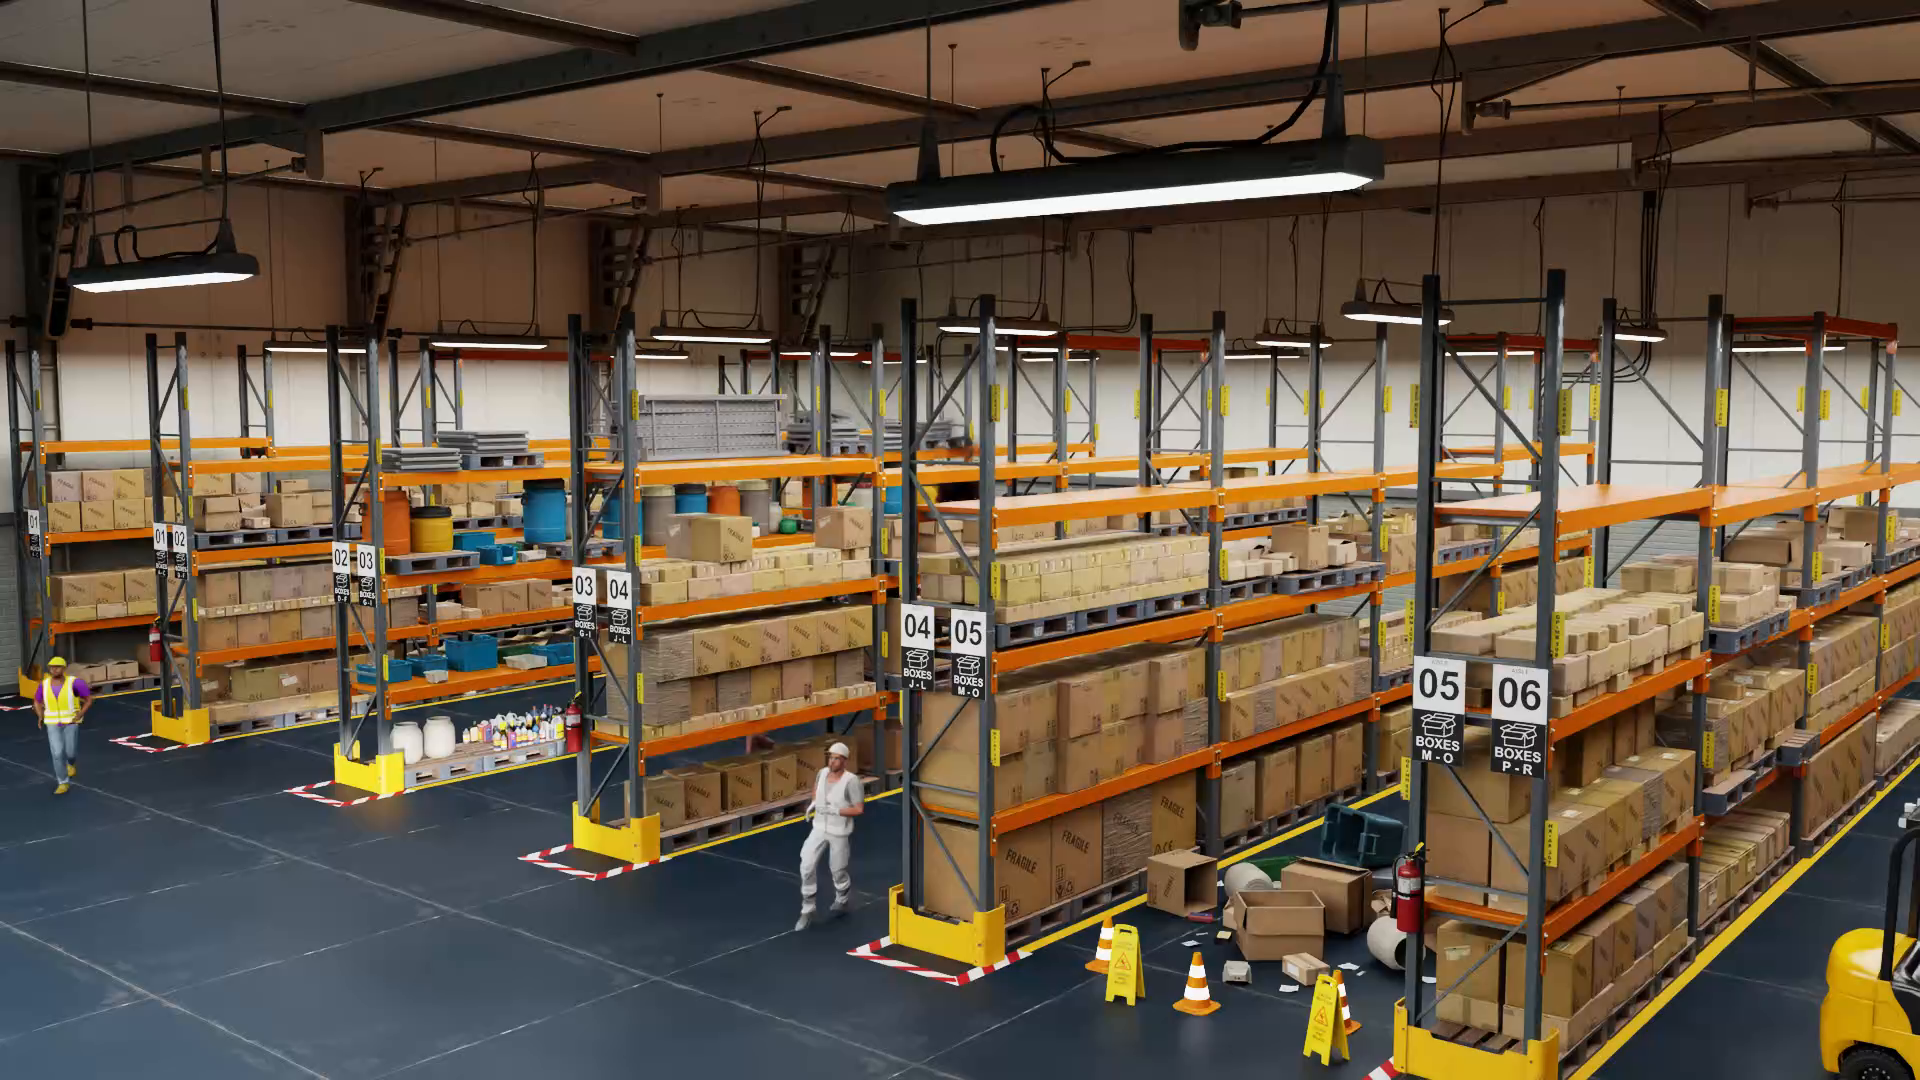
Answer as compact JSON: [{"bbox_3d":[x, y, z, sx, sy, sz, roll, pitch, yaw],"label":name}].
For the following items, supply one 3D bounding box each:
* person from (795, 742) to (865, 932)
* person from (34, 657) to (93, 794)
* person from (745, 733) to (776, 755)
[{"bbox_3d":[-1.201,2.844,16.092,0.672,1.817,0.742,2,6,21],"label":"person"},{"bbox_3d":[-11.627,2.372,21.547,0.677,1.744,0.669,-2,5,-17],"label":"person"},{"bbox_3d":[-2.720,2.323,22.389,0.562,1.656,0.926,3,6,32],"label":"person"}]
